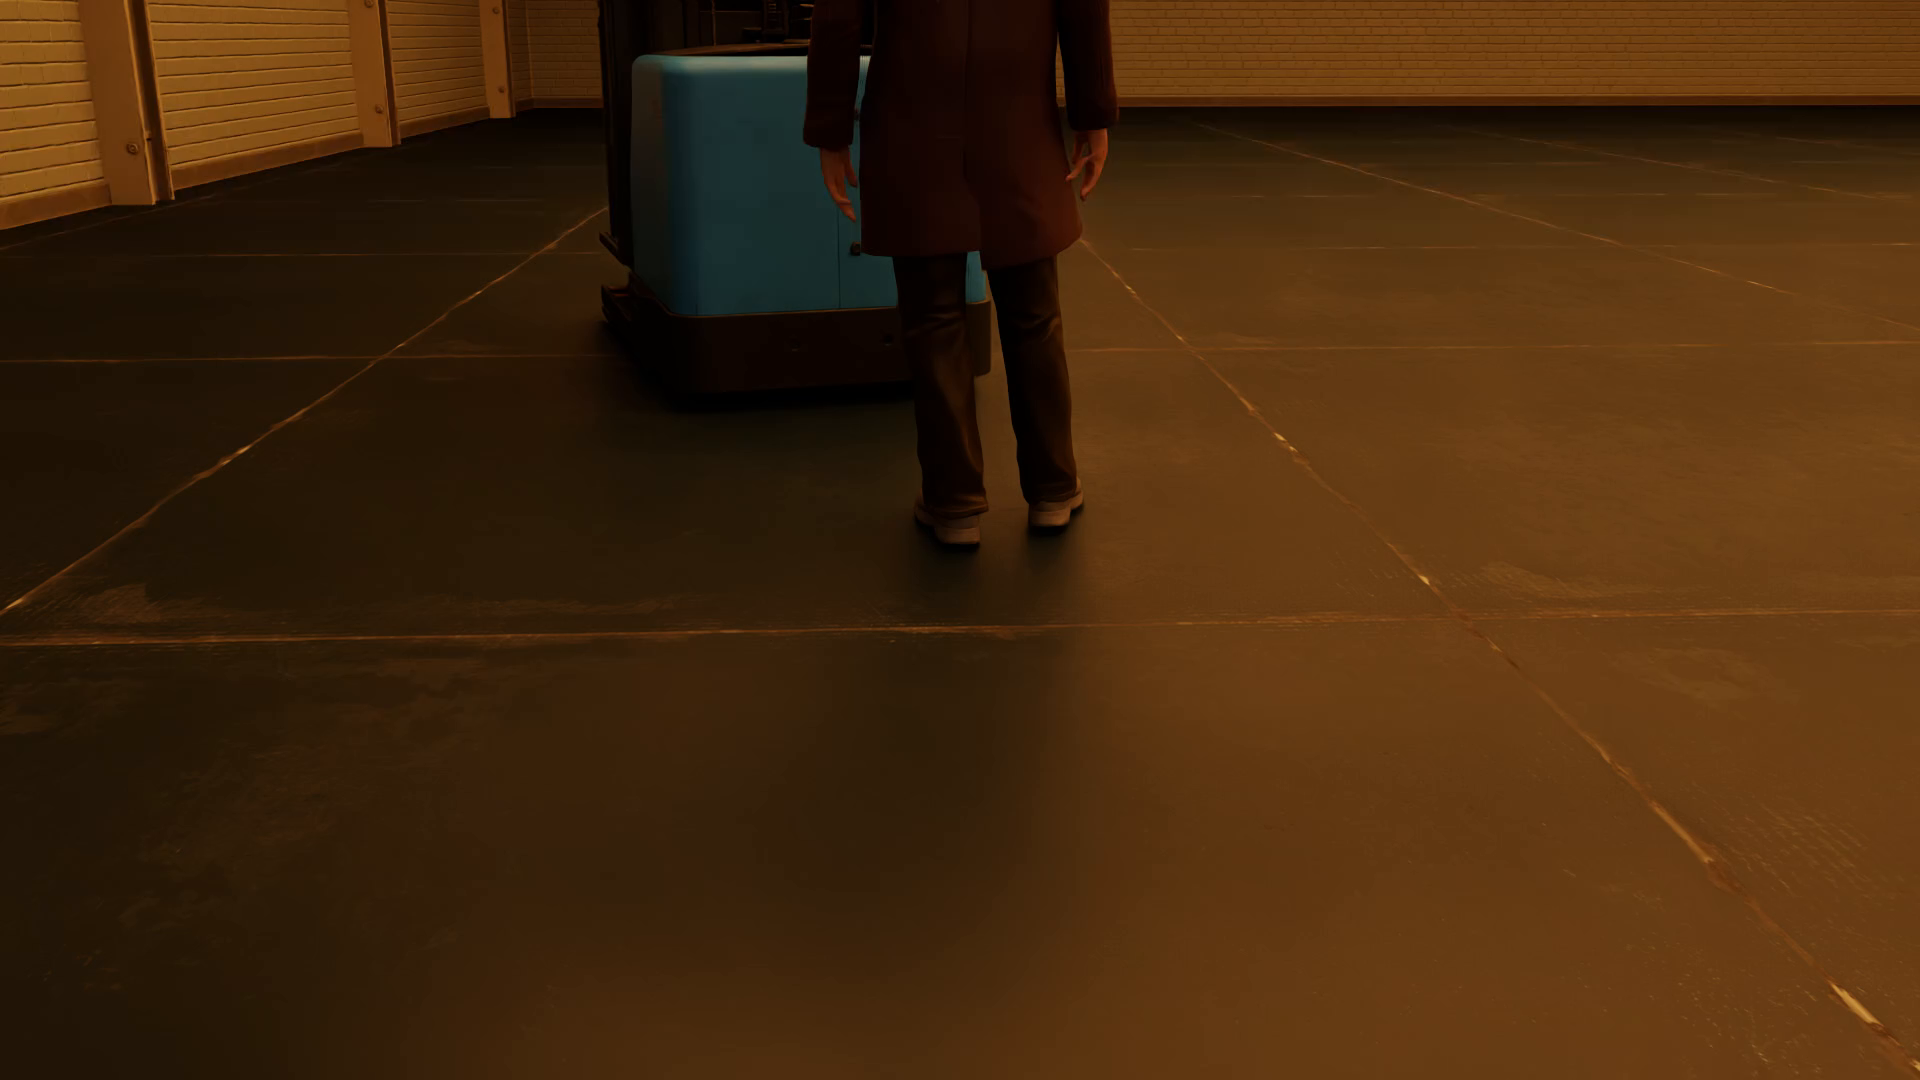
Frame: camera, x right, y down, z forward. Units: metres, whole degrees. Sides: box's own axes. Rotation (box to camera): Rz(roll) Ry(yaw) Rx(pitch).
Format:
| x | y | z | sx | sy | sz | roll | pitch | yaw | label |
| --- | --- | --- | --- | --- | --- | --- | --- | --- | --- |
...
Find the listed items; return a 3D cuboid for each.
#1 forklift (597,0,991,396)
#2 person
| x | y | z | sx | sy | sz | roll | pitch | yaw | label |
| --- | --- | --- | --- | --- | --- | --- | --- | --- | --- |
| -0.828 | -2.246 | 6.249 | 1.130 | 2.935 | 3.031 | -5 | 18 | -17 | forklift |
| -0.001 | -0.884 | 3.744 | 0.698 | 1.778 | 0.579 | -1 | 17 | -3 | person |
